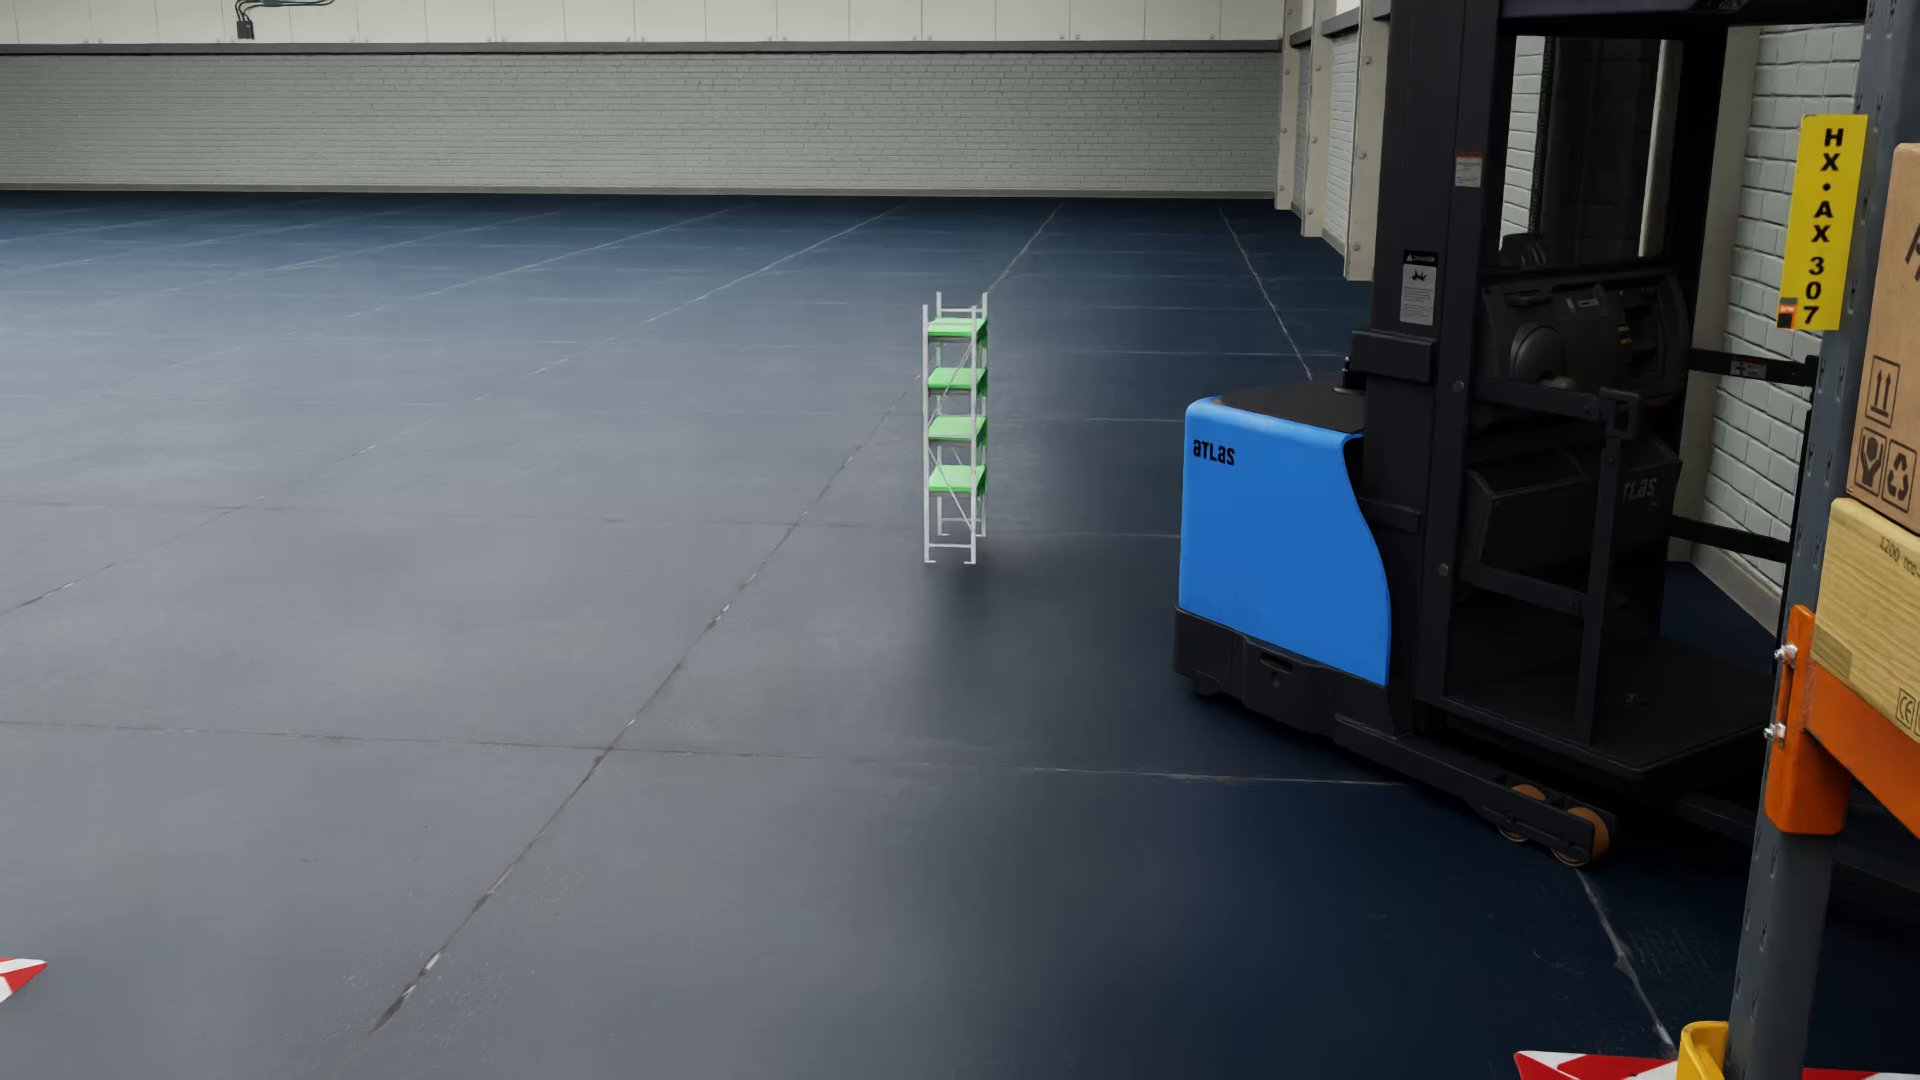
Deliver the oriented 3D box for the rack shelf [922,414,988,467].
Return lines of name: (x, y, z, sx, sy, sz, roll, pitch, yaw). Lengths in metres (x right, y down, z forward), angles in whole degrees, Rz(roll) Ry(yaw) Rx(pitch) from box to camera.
rack shelf: (-0.019, -0.475, 7.863, 0.258, 0.148, 0.480, 2, 15, 6)

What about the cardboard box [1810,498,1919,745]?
cardboard box: (1.495, 0.128, 2.192, 0.500, 0.250, 0.500, 1, 15, 5)

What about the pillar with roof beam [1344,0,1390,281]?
pillar with roof beam: (0.399, -7.536, 18.793, 9.100, 9.000, 0.400, 2, 15, 6)

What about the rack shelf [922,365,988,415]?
rack shelf: (-0.019, -0.706, 7.801, 0.258, 0.148, 0.480, 2, 15, 6)

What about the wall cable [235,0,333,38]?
wall cable: (-14.191, -13.533, 34.454, 2.305, 6.003, 0.169, 2, 15, 6)

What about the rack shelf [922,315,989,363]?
rack shelf: (-0.019, -0.938, 7.738, 0.258, 0.148, 0.480, 2, 15, 6)

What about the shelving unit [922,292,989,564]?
shelving unit: (-0.019, -0.536, 7.847, 0.258, 1.200, 0.503, 2, 15, 6)

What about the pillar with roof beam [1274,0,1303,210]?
pillar with roof beam: (1.753, -10.649, 30.303, 9.100, 9.000, 0.400, 2, 15, 6)

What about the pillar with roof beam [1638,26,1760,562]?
pillar with roof beam: (-0.955, -4.424, 7.283, 9.100, 9.000, 0.400, 2, 15, 6)

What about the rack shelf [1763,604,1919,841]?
rack shelf: (1.639, 0.814, 0.784, 1.077, 0.370, 4.000, 2, 15, 6)

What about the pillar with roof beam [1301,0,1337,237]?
pillar with roof beam: (1.076, -9.092, 24.548, 9.100, 9.000, 0.400, 2, 15, 6)

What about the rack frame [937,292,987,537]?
rack frame: (0.009, -0.600, 8.081, 0.240, 1.200, 0.015, 2, 15, 6)

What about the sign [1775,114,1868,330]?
sign: (1.326, -0.486, 2.554, 0.100, 0.325, 0.005, 2, 15, 6)

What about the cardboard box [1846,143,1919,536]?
cardboard box: (1.513, -0.236, 2.102, 0.500, 0.500, 0.500, 2, 15, 6)

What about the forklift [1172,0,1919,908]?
forklift: (2.019, -0.627, 4.867, 1.130, 2.935, 3.031, -10, 18, -32)

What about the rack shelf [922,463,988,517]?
rack shelf: (-0.019, -0.243, 7.926, 0.258, 0.148, 0.480, 2, 15, 6)

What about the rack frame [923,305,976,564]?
rack frame: (-0.046, -0.473, 7.613, 0.240, 1.200, 0.015, 2, 15, 6)

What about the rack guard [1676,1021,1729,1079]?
rack guard: (1.857, 1.174, 2.862, 1.175, 0.500, 0.348, 2, 15, 6)
